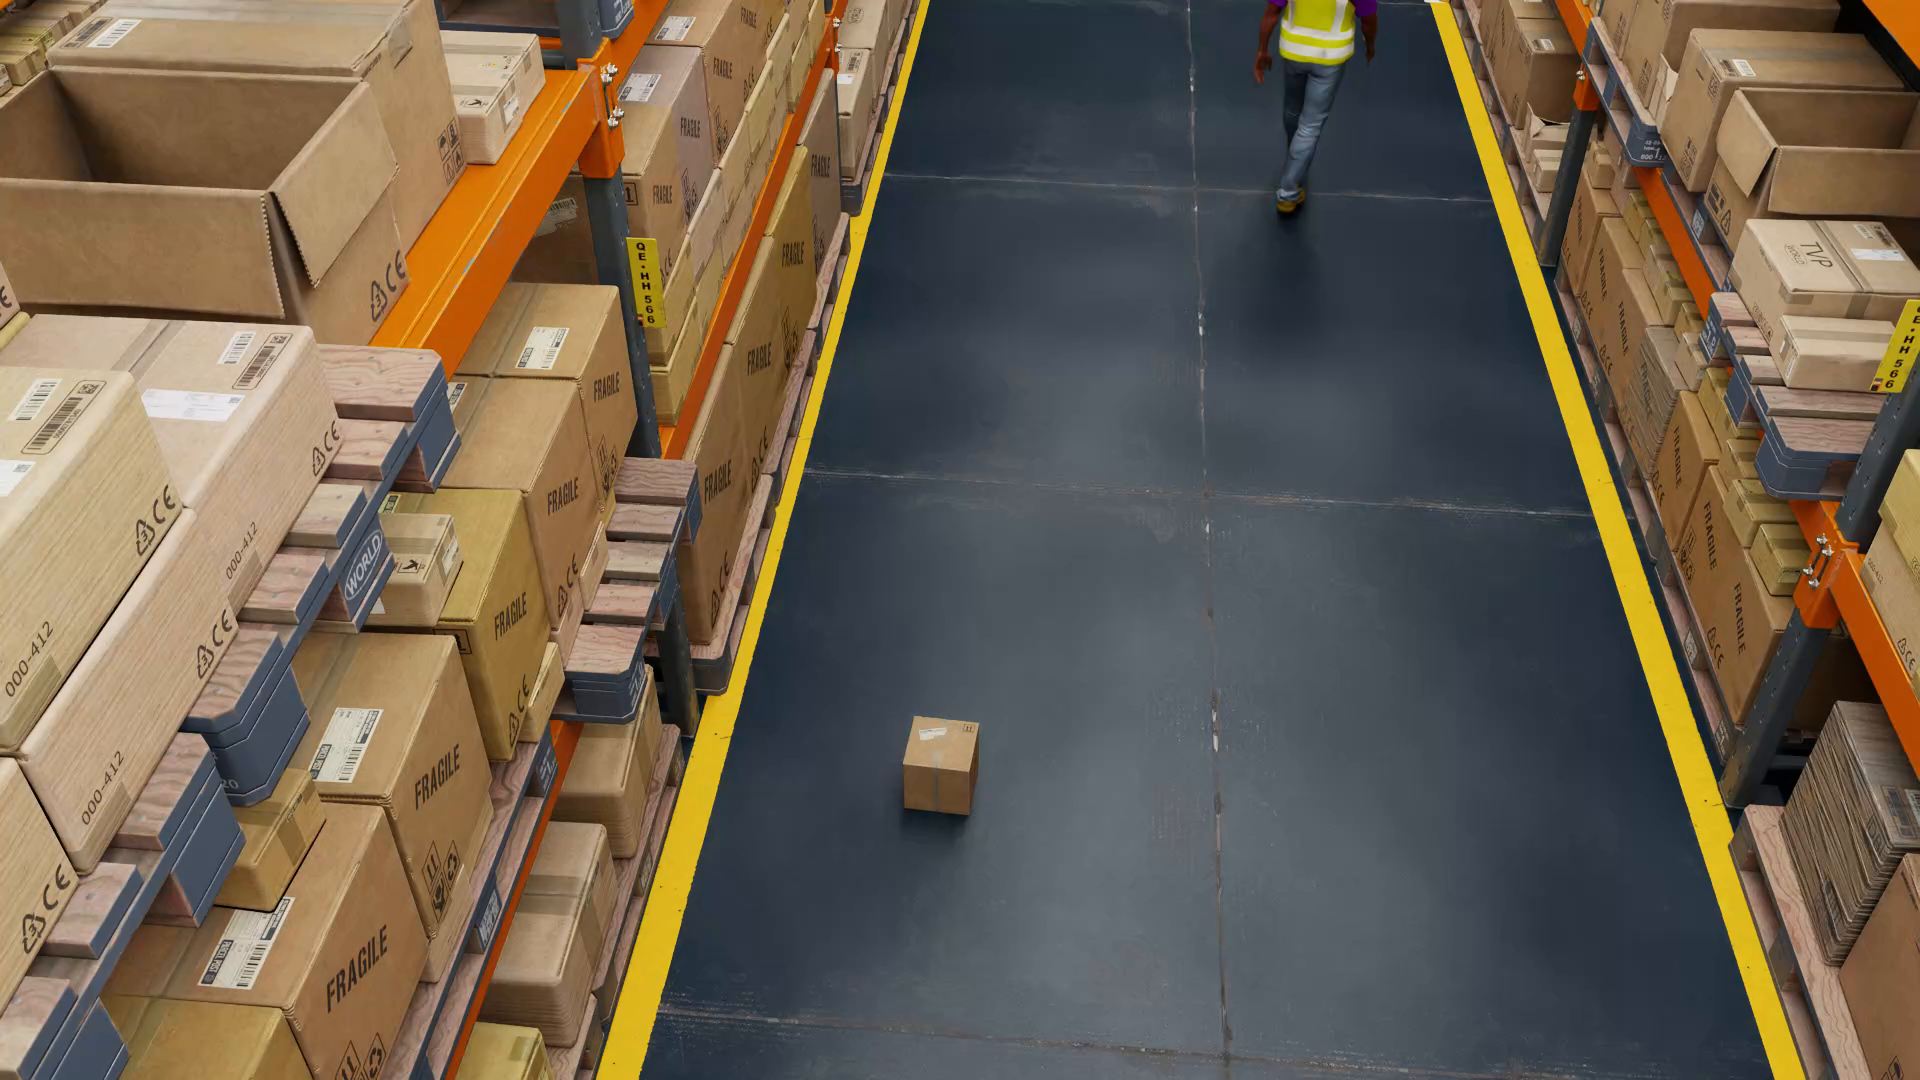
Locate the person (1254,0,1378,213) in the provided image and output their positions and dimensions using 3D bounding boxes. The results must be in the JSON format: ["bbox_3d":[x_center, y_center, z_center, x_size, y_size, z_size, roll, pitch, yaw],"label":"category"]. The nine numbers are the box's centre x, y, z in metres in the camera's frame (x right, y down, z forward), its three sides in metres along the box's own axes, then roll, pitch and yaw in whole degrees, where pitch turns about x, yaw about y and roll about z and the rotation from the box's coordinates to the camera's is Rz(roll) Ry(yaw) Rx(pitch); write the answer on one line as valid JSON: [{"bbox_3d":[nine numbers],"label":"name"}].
[{"bbox_3d":[2.082,-2.858,9.544,0.609,1.708,1.010,19,44,22],"label":"person"}]
